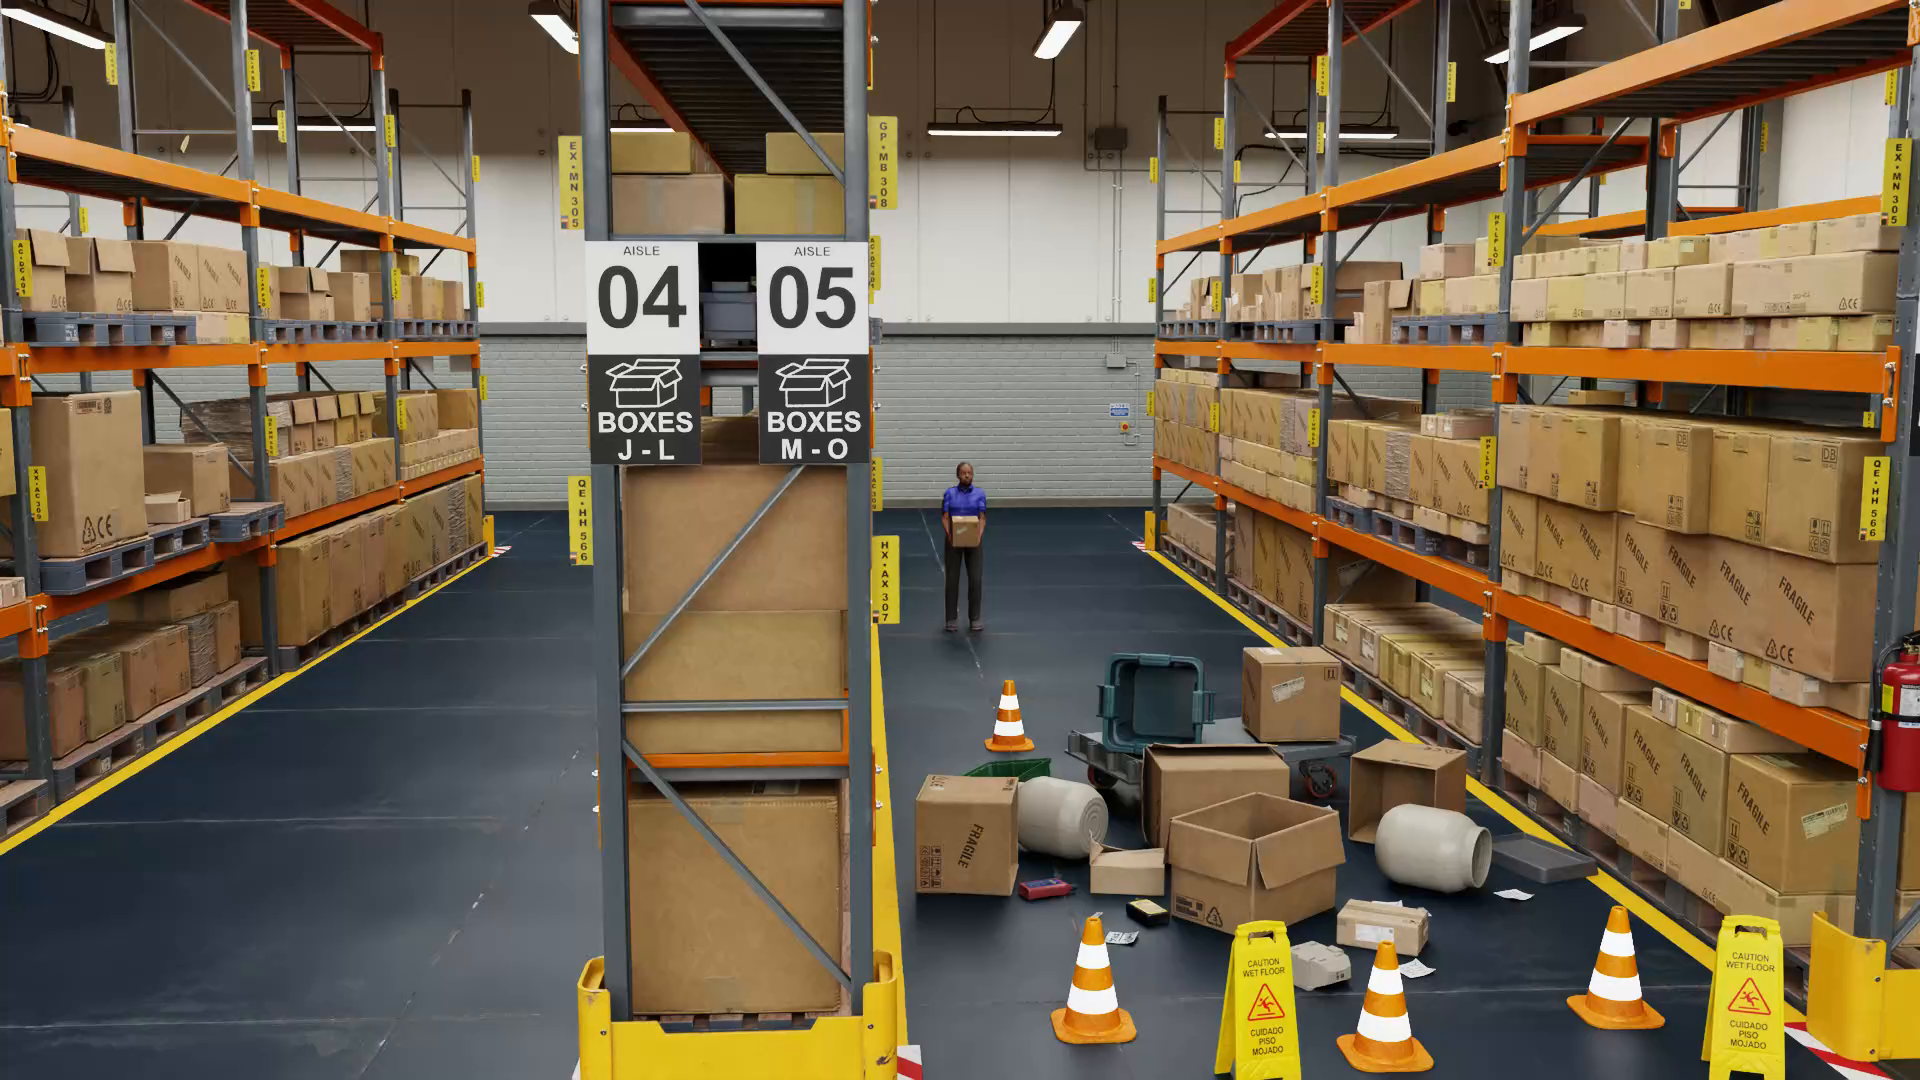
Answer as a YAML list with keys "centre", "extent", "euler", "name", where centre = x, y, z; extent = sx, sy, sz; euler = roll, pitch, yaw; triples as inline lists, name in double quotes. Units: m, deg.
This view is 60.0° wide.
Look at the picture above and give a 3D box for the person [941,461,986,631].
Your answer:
- centre: [0.039, 0.066, 16.272]
  extent: [0.451, 1.651, 0.515]
  euler: [0, 7, -3]
  name: "person"
